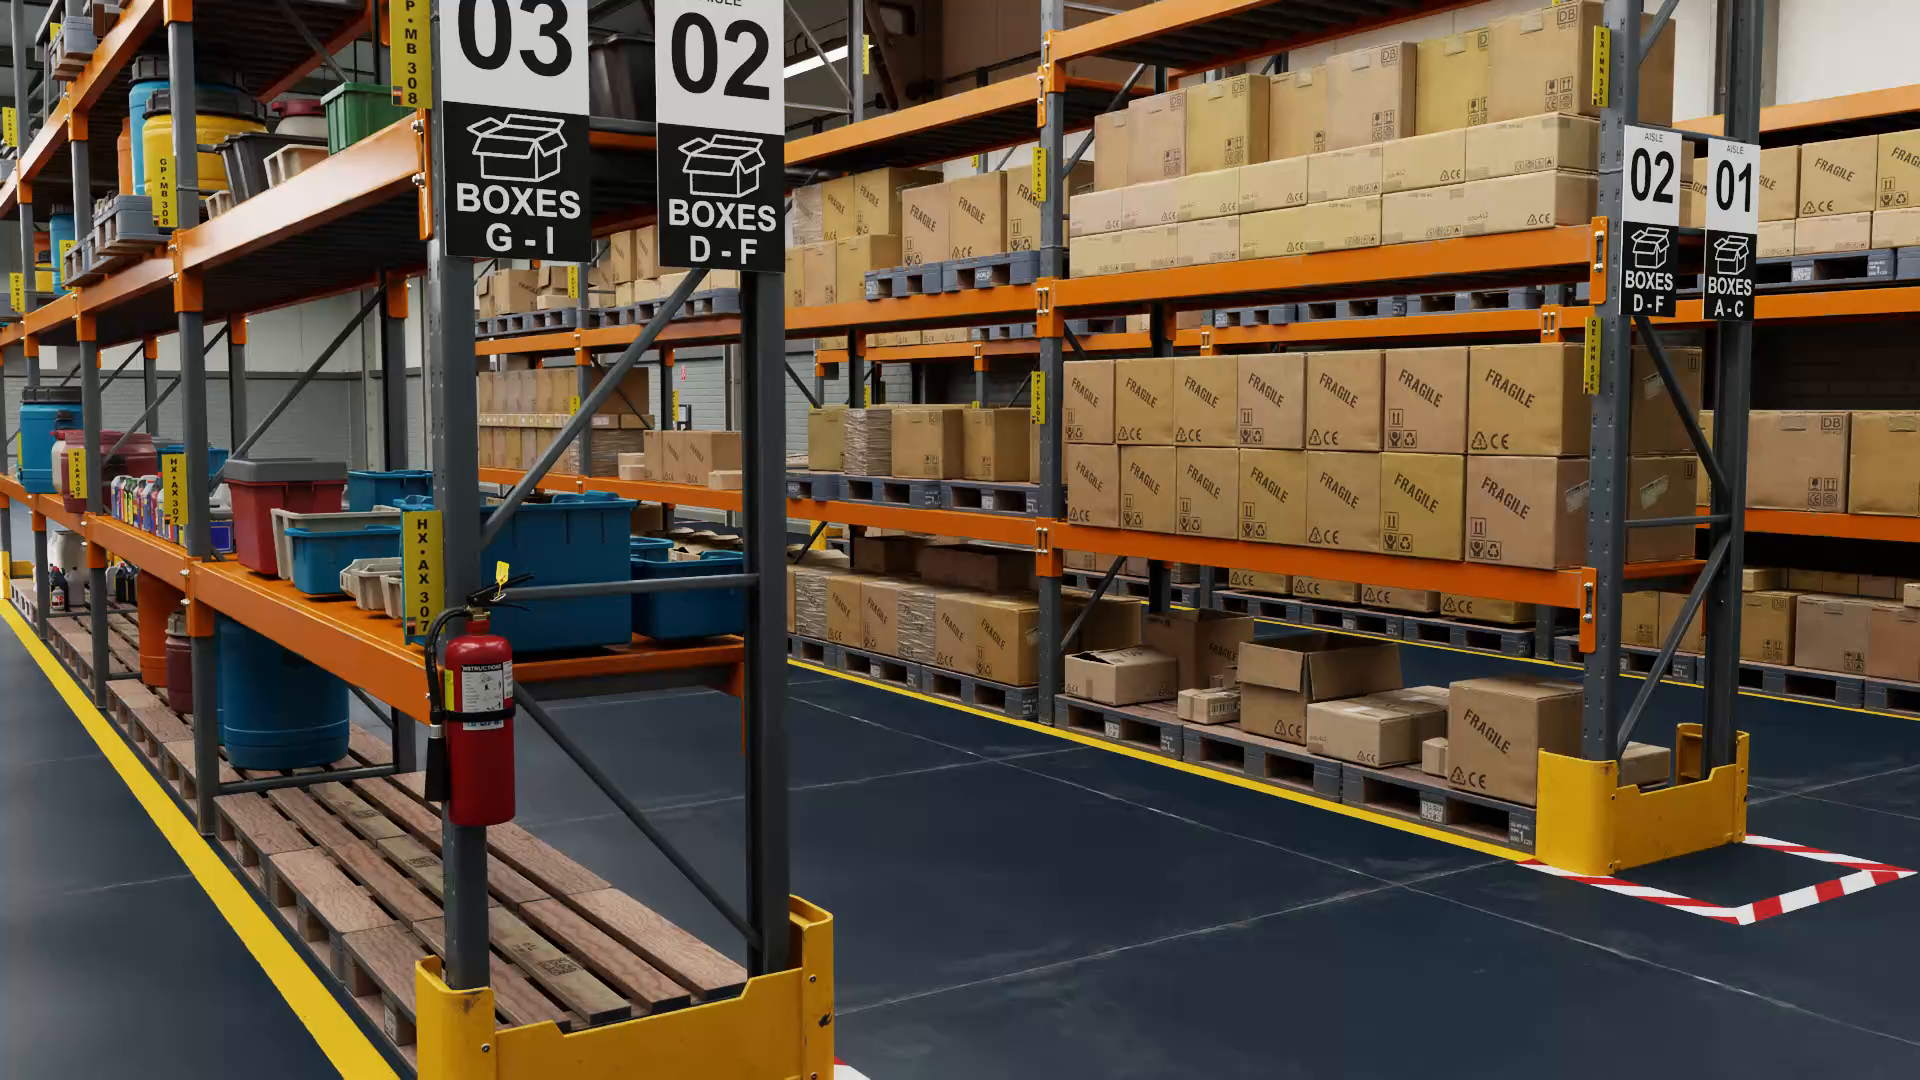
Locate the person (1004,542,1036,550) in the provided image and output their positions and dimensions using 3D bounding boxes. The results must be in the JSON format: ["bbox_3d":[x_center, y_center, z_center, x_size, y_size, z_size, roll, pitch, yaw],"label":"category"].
[{"bbox_3d":[0.668,-0.269,17.490,0.590,1.754,0.867,1,5,16],"label":"person"}]
